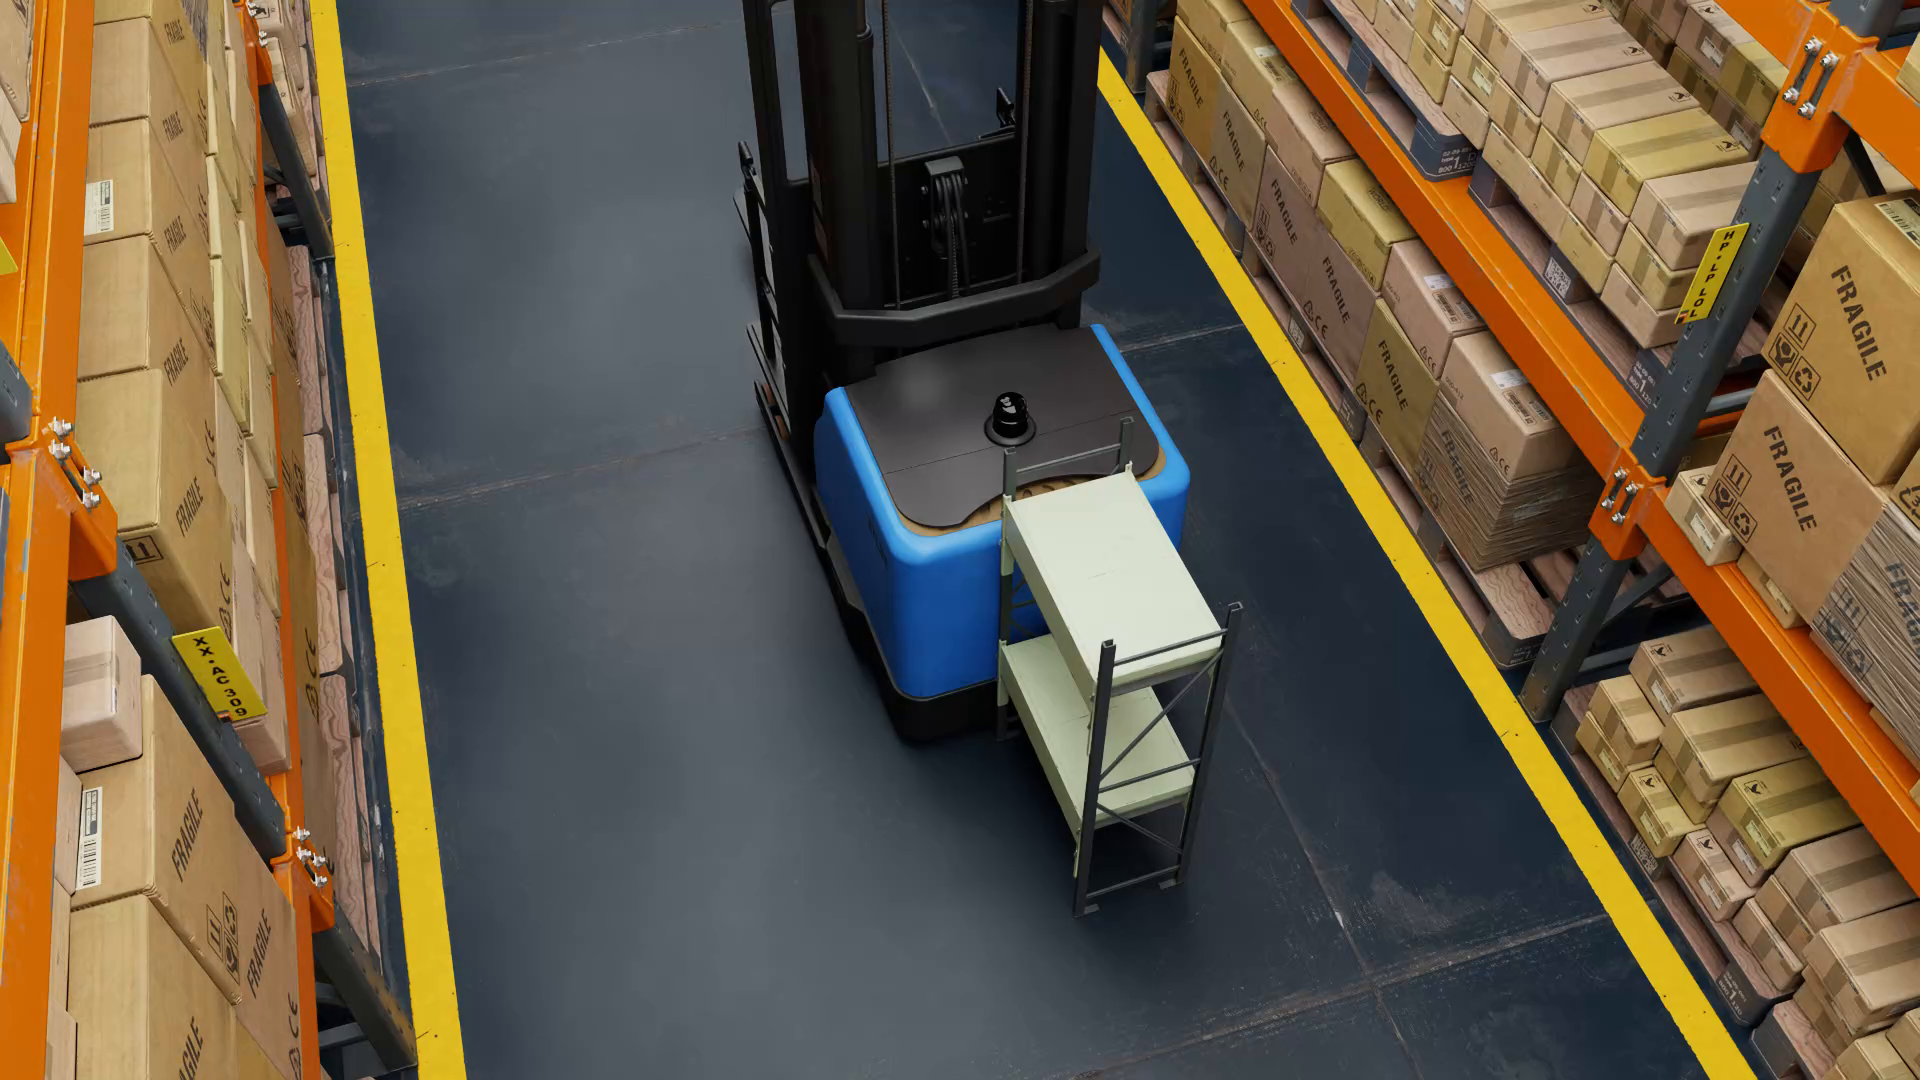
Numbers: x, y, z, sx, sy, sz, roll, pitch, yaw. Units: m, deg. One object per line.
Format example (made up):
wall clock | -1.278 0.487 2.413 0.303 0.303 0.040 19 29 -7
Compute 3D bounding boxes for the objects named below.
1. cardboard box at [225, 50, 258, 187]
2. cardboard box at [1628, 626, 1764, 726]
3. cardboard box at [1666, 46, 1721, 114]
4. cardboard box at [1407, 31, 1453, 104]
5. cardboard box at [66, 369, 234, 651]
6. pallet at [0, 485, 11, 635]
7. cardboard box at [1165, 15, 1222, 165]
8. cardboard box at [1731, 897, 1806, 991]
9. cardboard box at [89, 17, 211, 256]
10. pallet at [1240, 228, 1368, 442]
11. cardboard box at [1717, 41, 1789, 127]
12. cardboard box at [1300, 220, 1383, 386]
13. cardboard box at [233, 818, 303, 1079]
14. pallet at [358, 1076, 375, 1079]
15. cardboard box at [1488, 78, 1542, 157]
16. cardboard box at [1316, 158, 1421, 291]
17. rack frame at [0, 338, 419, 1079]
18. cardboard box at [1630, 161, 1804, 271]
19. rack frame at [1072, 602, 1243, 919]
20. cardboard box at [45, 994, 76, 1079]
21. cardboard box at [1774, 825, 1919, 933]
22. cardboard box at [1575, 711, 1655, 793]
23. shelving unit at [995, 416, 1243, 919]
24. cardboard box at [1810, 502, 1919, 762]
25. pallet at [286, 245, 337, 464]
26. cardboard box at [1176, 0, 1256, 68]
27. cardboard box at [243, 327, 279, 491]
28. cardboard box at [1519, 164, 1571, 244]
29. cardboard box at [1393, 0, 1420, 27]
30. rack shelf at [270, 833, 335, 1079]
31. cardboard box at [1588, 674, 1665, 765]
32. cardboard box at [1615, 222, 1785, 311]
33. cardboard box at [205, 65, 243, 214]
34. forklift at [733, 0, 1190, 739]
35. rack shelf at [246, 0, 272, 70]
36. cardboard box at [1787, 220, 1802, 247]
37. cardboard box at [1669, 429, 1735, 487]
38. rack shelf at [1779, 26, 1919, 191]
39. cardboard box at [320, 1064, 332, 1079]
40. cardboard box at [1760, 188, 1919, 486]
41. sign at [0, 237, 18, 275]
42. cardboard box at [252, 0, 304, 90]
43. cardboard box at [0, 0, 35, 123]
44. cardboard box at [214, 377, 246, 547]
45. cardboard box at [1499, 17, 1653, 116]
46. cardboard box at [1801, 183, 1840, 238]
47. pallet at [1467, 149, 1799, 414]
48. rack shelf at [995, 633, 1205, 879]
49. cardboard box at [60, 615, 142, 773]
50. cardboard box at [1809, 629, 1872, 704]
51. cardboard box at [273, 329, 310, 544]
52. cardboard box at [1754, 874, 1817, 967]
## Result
cardboard box | -2.795 -1.458 5.905 0.500 0.250 0.500 -12 51 -10
cardboard box | 2.427 0.432 5.415 0.380 0.149 0.250 -11 51 -9
cardboard box | 2.613 -1.567 5.594 0.380 0.149 0.250 -15 52 -13
cardboard box | 1.828 -1.709 5.908 0.380 0.149 0.250 -11 51 -9
cardboard box | -2.031 -0.006 3.864 0.500 0.500 0.500 -13 51 -11
pallet | -1.944 0.396 2.340 1.003 0.211 1.213 -13 51 -11
cardboard box | 1.305 -2.135 7.738 0.500 0.500 0.500 -15 52 -13
cardboard box | 2.648 1.202 5.154 0.380 0.149 0.250 -14 51 -12
cardboard box | -2.513 -1.115 4.798 0.500 0.500 0.500 -14 51 -12
pallet | 1.927 -1.021 7.262 1.003 0.211 1.213 -13 51 -11
cardboard box | 2.684 -1.486 5.331 0.380 0.149 0.250 -13 51 -11
cardboard box | 1.764 -1.022 6.800 0.500 0.500 0.500 -14 51 -12
cardboard box | -1.795 0.983 3.683 0.500 0.500 0.500 -13 51 -11
pallet | -2.026 2.206 4.541 1.003 0.211 1.213 -13 51 -11
cardboard box | 1.982 -1.427 5.476 0.380 0.149 0.250 -15 51 -12
cardboard box | 1.752 -1.278 6.525 0.500 0.250 0.500 -15 52 -13
rack frame | -2.176 0.735 3.958 1.000 3.000 0.127 -13 51 -11
cardboard box | 2.218 -0.954 4.882 0.380 0.149 0.250 -11 51 -9
rack frame | 0.562 0.706 4.963 0.400 1.500 0.023 -15 52 -12
cardboard box | -1.650 0.906 2.670 0.380 0.149 0.250 -14 51 -11
cardboard box | 2.672 1.005 4.931 0.380 0.149 0.250 -15 51 -12
cardboard box | 2.324 0.664 5.608 0.380 0.149 0.250 -15 52 -13
shelving unit | 0.440 0.443 5.186 0.431 1.500 0.755 -15 52 -12
cardboard box | 2.582 0.192 4.156 0.500 0.500 0.500 -13 51 -11
pallet | -3.198 -0.695 6.988 1.003 0.211 1.213 -13 51 -11
cardboard box | 1.313 -2.393 7.465 0.500 0.250 0.500 -15 52 -13
cardboard box | -2.345 -0.354 4.974 0.500 0.250 0.500 -14 51 -11
cardboard box | 2.067 -1.130 5.420 0.380 0.149 0.250 -13 51 -11
cardboard box | 1.757 -1.995 5.955 0.380 0.149 0.250 -12 51 -10
rack shelf | -1.585 2.427 3.002 1.077 0.370 4.000 -13 51 -11
cardboard box | 2.324 0.566 5.496 0.380 0.149 0.250 -11 51 -9
cardboard box | 2.216 -0.855 4.993 0.380 0.149 0.250 -12 51 -10
cardboard box | -2.647 -1.260 5.411 0.500 0.250 0.500 -15 51 -12
forklift | -0.210 -1.398 5.801 1.130 2.935 3.031 -15 52 -12
rack shelf | -3.950 -3.416 7.928 1.077 0.370 4.000 -13 51 -11
cardboard box | 2.758 -1.106 5.400 0.380 0.149 0.250 -13 51 -10
cardboard box | 2.558 -0.388 6.265 0.500 0.500 0.500 -12 51 -10
rack shelf | 3.114 0.267 2.861 1.077 0.370 4.000 -13 51 -11
cardboard box | -2.093 1.908 4.370 0.875 0.438 0.875 -14 51 -12
cardboard box | 2.423 -0.524 4.106 0.500 0.500 0.500 -12 51 -10
sign | -1.646 -0.551 2.690 0.100 0.325 0.005 -13 51 -11
cardboard box | -3.742 -2.427 8.068 0.950 0.372 0.625 -14 51 -12
cardboard box | -2.160 -1.109 3.211 0.500 0.500 0.500 -14 51 -12
cardboard box | -2.218 -0.138 4.465 0.500 0.250 0.500 -13 51 -10
cardboard box | 1.985 -1.530 5.369 0.380 0.149 0.250 -13 51 -11
cardboard box | 2.846 -1.000 5.116 0.380 0.149 0.250 -13 51 -10
pallet | 2.436 -0.988 5.536 1.003 0.211 1.213 -13 51 -11
rack shelf | 0.440 0.653 5.435 0.431 0.370 0.720 -15 52 -12
cardboard box | -1.781 0.324 3.161 0.380 0.149 0.250 -14 51 -12
cardboard box | 2.570 0.258 4.524 0.380 0.149 0.250 -15 52 -13
cardboard box | -2.974 -0.462 6.082 0.875 0.875 0.875 -13 51 -11
cardboard box | 2.668 1.099 5.047 0.380 0.149 0.250 -16 52 -13
